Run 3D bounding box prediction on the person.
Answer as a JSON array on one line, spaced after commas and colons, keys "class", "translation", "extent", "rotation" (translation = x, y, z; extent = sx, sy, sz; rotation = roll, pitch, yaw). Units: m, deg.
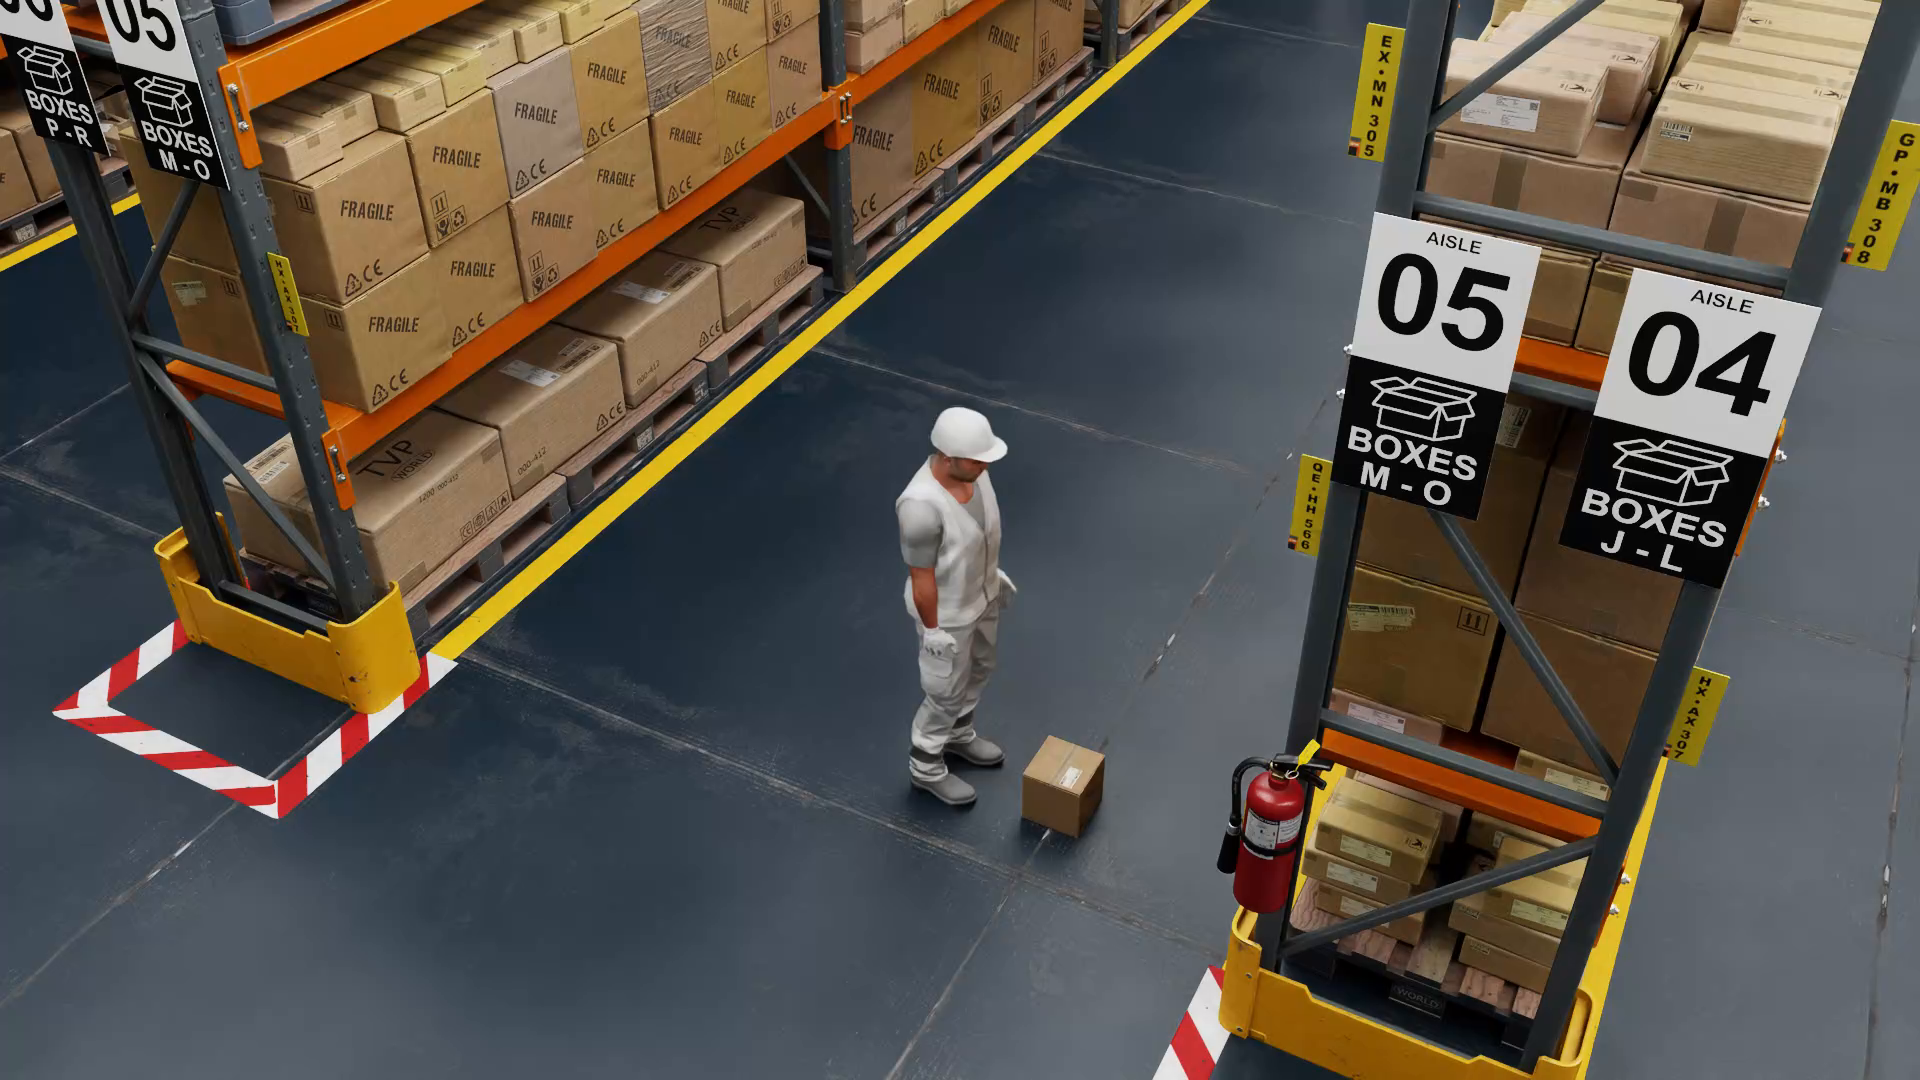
[{"class": "person", "translation": [-0.007, 0.243, 6.423], "extent": [0.358, 1.776, 0.528], "rotation": [18, 41, 22]}]
